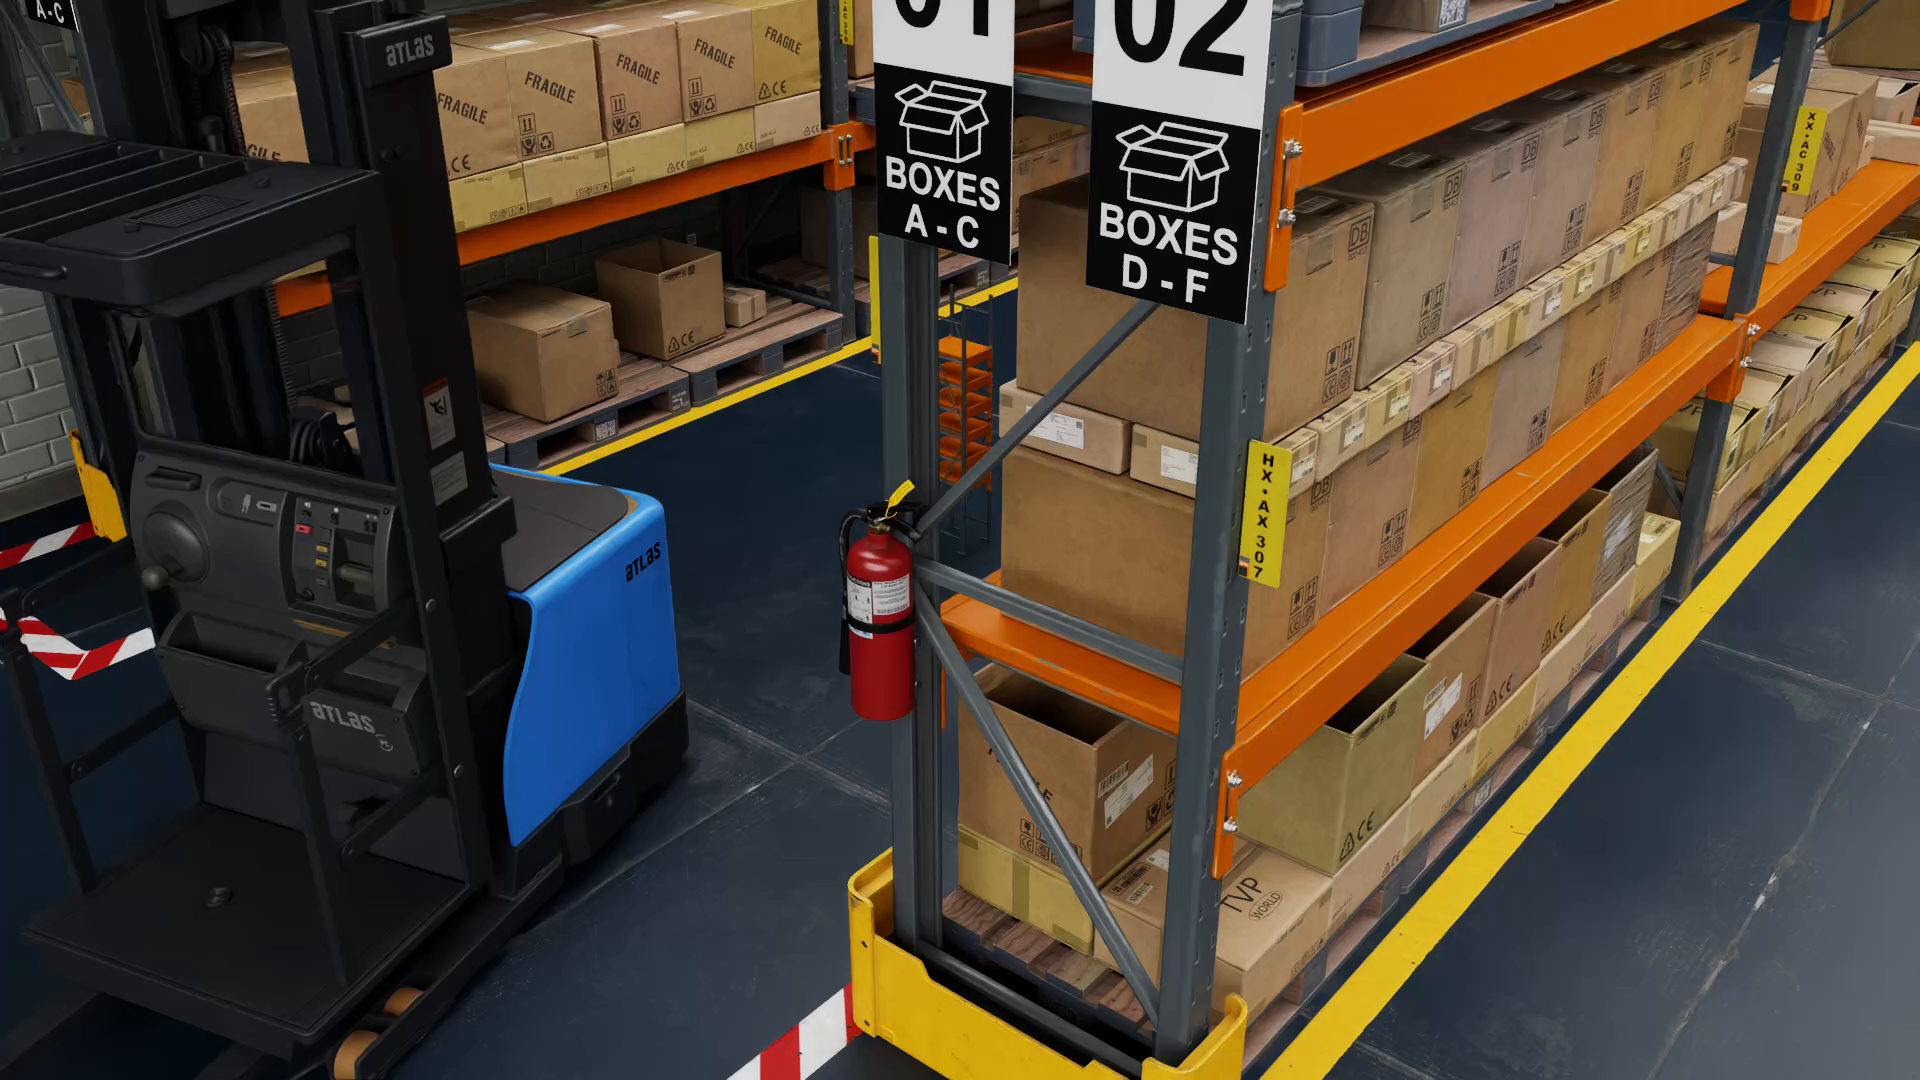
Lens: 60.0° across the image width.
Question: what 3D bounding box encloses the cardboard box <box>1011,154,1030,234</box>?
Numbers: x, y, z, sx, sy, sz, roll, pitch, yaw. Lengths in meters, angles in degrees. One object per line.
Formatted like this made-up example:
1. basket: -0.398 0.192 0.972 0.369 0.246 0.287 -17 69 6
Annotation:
1. cardboard box: 0.048 -2.381 11.330 0.700 0.500 0.500 21 34 35

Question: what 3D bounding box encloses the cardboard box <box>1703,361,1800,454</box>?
1. cardboard box: 3.550 -0.681 7.726 0.500 0.311 0.500 20 34 34

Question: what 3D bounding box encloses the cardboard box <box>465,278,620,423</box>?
1. cardboard box: -2.219 -0.997 8.654 0.700 0.500 0.500 18 33 31

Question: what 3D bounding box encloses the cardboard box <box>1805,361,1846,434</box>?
1. cardboard box: 4.198 -0.798 8.563 0.500 0.250 0.500 22 34 35

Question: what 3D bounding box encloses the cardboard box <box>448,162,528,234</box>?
1. cardboard box: -2.394 -1.634 7.786 0.500 0.250 0.500 20 34 34

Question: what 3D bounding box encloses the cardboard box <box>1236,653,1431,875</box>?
1. cardboard box: 1.057 0.600 5.044 0.500 0.500 0.500 21 34 34

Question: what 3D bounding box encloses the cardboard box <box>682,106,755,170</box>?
1. cardboard box: -1.443 -2.175 8.830 0.500 0.250 0.500 21 34 35

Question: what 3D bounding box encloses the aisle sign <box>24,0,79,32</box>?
1. aisle sign: -3.411 -2.286 6.076 0.394 0.787 0.004 21 34 34

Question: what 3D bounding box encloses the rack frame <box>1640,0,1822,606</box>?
1. rack frame: 2.772 -1.217 6.837 1.000 3.000 0.127 21 34 34

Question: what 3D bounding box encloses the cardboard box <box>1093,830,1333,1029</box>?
1. cardboard box: 0.741 1.111 4.873 0.500 0.250 0.500 21 34 34

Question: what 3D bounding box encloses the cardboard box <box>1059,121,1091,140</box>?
1. cardboard box: 0.663 -3.045 11.797 0.500 0.250 0.500 21 34 35

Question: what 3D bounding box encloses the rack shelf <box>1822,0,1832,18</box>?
1. rack shelf: 4.044 -2.938 7.684 1.077 0.370 4.000 21 34 34

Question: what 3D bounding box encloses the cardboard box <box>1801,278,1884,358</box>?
1. cardboard box: 4.525 -1.227 8.783 0.500 0.311 0.500 20 34 34

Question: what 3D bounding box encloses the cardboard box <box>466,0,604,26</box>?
1. cardboard box: -2.166 -2.475 8.596 0.500 0.500 0.500 22 34 36

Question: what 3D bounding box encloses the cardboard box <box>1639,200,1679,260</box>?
1. cardboard box: 2.275 -1.116 5.828 0.380 0.149 0.250 21 34 34

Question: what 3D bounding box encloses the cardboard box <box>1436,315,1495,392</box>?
1. cardboard box: 1.299 -0.574 4.779 0.380 0.149 0.250 19 33 33

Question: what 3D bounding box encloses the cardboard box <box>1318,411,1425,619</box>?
1. cardboard box: 0.865 -0.192 4.748 0.700 0.500 0.500 22 34 36

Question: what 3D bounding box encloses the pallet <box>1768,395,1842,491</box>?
1. pallet: 3.987 -0.685 8.845 1.003 0.211 1.213 21 34 34

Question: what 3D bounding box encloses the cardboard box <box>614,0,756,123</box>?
1. cardboard box: -1.428 -2.502 8.647 0.500 0.500 0.500 21 34 34

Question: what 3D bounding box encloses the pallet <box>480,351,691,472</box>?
1. pallet: -2.228 -0.742 8.954 1.003 0.211 1.213 21 34 34

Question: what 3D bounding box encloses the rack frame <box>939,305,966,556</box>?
1. rack frame: -0.067 -0.495 7.402 0.240 1.200 0.006 21 34 34

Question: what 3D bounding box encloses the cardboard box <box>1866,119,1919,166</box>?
1. cardboard box: 4.958 -2.124 8.864 0.380 0.149 0.250 21 34 34

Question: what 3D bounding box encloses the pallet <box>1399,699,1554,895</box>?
1. pallet: 1.458 0.726 6.117 1.003 0.211 1.213 21 34 34

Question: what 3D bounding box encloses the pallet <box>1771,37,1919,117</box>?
1. pallet: 5.693 -2.810 10.127 1.213 0.211 1.003 21 34 34

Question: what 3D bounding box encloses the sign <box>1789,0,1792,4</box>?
1. sign: 4.892 -3.269 9.631 0.100 0.325 0.005 21 34 34

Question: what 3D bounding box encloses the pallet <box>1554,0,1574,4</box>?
1. pallet: 1.473 -1.769 4.737 1.003 0.211 1.213 21 34 34

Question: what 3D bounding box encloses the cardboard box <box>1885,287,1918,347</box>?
1. cardboard box: 5.170 -1.342 9.615 0.500 0.250 0.500 22 34 36

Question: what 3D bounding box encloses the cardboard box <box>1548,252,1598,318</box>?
1. cardboard box: 1.789 -0.845 5.305 0.380 0.149 0.250 22 35 36

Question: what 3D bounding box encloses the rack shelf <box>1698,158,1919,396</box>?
1. rack shelf: 4.044 -1.606 8.373 1.077 0.370 4.000 21 34 34

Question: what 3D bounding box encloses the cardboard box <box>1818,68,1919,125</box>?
1. cardboard box: 5.051 -2.479 9.374 0.500 0.311 0.500 23 35 37

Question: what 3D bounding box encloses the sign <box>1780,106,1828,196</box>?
1. sign: 3.201 -1.475 6.307 0.100 0.325 0.005 21 34 34

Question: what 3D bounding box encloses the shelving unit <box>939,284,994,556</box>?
1. shelving unit: -0.009 -0.528 7.464 0.258 1.200 0.189 21 34 34

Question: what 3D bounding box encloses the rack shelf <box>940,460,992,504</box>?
1. rack shelf: -0.009 -0.275 7.595 0.258 0.103 0.180 21 34 34

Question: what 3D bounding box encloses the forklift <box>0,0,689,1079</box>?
1. forklift: -2.042 0.037 4.488 1.130 2.935 3.031 11 29 20

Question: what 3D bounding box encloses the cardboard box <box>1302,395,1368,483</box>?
1. cardboard box: 0.810 -0.301 4.253 0.380 0.149 0.250 20 33 33

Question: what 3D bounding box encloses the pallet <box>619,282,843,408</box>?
1. pallet: -1.452 -1.176 9.794 1.003 0.211 1.213 21 34 34

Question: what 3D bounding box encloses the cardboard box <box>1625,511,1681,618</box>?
1. cardboard box: 2.646 0.046 6.931 0.500 0.250 0.500 21 34 34

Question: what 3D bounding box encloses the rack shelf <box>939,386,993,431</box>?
1. rack shelf: -0.009 -0.595 7.430 0.258 0.103 0.180 21 34 34

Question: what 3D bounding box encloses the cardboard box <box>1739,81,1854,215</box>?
1. cardboard box: 3.927 -1.893 8.036 0.500 0.500 0.500 21 34 34

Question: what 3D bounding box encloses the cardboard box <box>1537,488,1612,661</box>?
1. cardboard box: 2.004 0.066 6.078 0.500 0.500 0.500 21 34 34

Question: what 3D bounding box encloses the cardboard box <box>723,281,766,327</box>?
1. cardboard box: -1.370 -1.402 9.799 0.380 0.166 0.250 16 31 28

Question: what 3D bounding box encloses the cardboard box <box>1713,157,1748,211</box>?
1. cardboard box: 2.765 -1.390 6.358 0.380 0.149 0.250 21 34 34

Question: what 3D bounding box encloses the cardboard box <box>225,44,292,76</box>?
1. cardboard box: -3.133 -1.925 7.532 0.500 0.500 0.500 21 34 35

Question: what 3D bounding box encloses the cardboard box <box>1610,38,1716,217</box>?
1. cardboard box: 2.174 -1.498 5.861 0.700 0.500 0.500 21 34 34

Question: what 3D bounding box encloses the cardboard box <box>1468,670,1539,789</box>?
1. cardboard box: 1.696 0.580 5.900 0.500 0.250 0.500 21 34 34

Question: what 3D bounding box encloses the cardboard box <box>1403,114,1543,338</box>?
1. cardboard box: 1.219 -0.967 4.833 0.700 0.500 0.500 21 34 35

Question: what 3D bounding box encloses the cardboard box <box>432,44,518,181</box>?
1. cardboard box: -2.406 -1.955 7.590 0.500 0.500 0.500 19 33 33

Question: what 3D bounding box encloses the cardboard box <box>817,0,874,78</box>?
1. cardboard box: -0.703 -3.073 9.839 0.700 0.500 0.500 21 34 35

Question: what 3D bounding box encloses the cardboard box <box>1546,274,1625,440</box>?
1. cardboard box: 1.842 -0.736 5.800 0.700 0.500 0.500 21 34 35

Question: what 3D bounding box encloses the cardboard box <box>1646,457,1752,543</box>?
1. cardboard box: 3.220 -0.252 7.509 0.500 0.250 0.500 20 33 33

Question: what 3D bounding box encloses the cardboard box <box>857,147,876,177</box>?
1. cardboard box: -0.320 -2.504 10.752 0.500 0.250 0.500 20 33 33

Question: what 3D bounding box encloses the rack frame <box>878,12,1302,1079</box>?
1. rack frame: 0.228 0.202 4.096 1.000 3.000 0.127 21 34 34

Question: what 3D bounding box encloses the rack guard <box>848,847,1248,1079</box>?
1. rack guard: 0.213 1.320 4.654 1.175 0.500 0.348 21 34 34
